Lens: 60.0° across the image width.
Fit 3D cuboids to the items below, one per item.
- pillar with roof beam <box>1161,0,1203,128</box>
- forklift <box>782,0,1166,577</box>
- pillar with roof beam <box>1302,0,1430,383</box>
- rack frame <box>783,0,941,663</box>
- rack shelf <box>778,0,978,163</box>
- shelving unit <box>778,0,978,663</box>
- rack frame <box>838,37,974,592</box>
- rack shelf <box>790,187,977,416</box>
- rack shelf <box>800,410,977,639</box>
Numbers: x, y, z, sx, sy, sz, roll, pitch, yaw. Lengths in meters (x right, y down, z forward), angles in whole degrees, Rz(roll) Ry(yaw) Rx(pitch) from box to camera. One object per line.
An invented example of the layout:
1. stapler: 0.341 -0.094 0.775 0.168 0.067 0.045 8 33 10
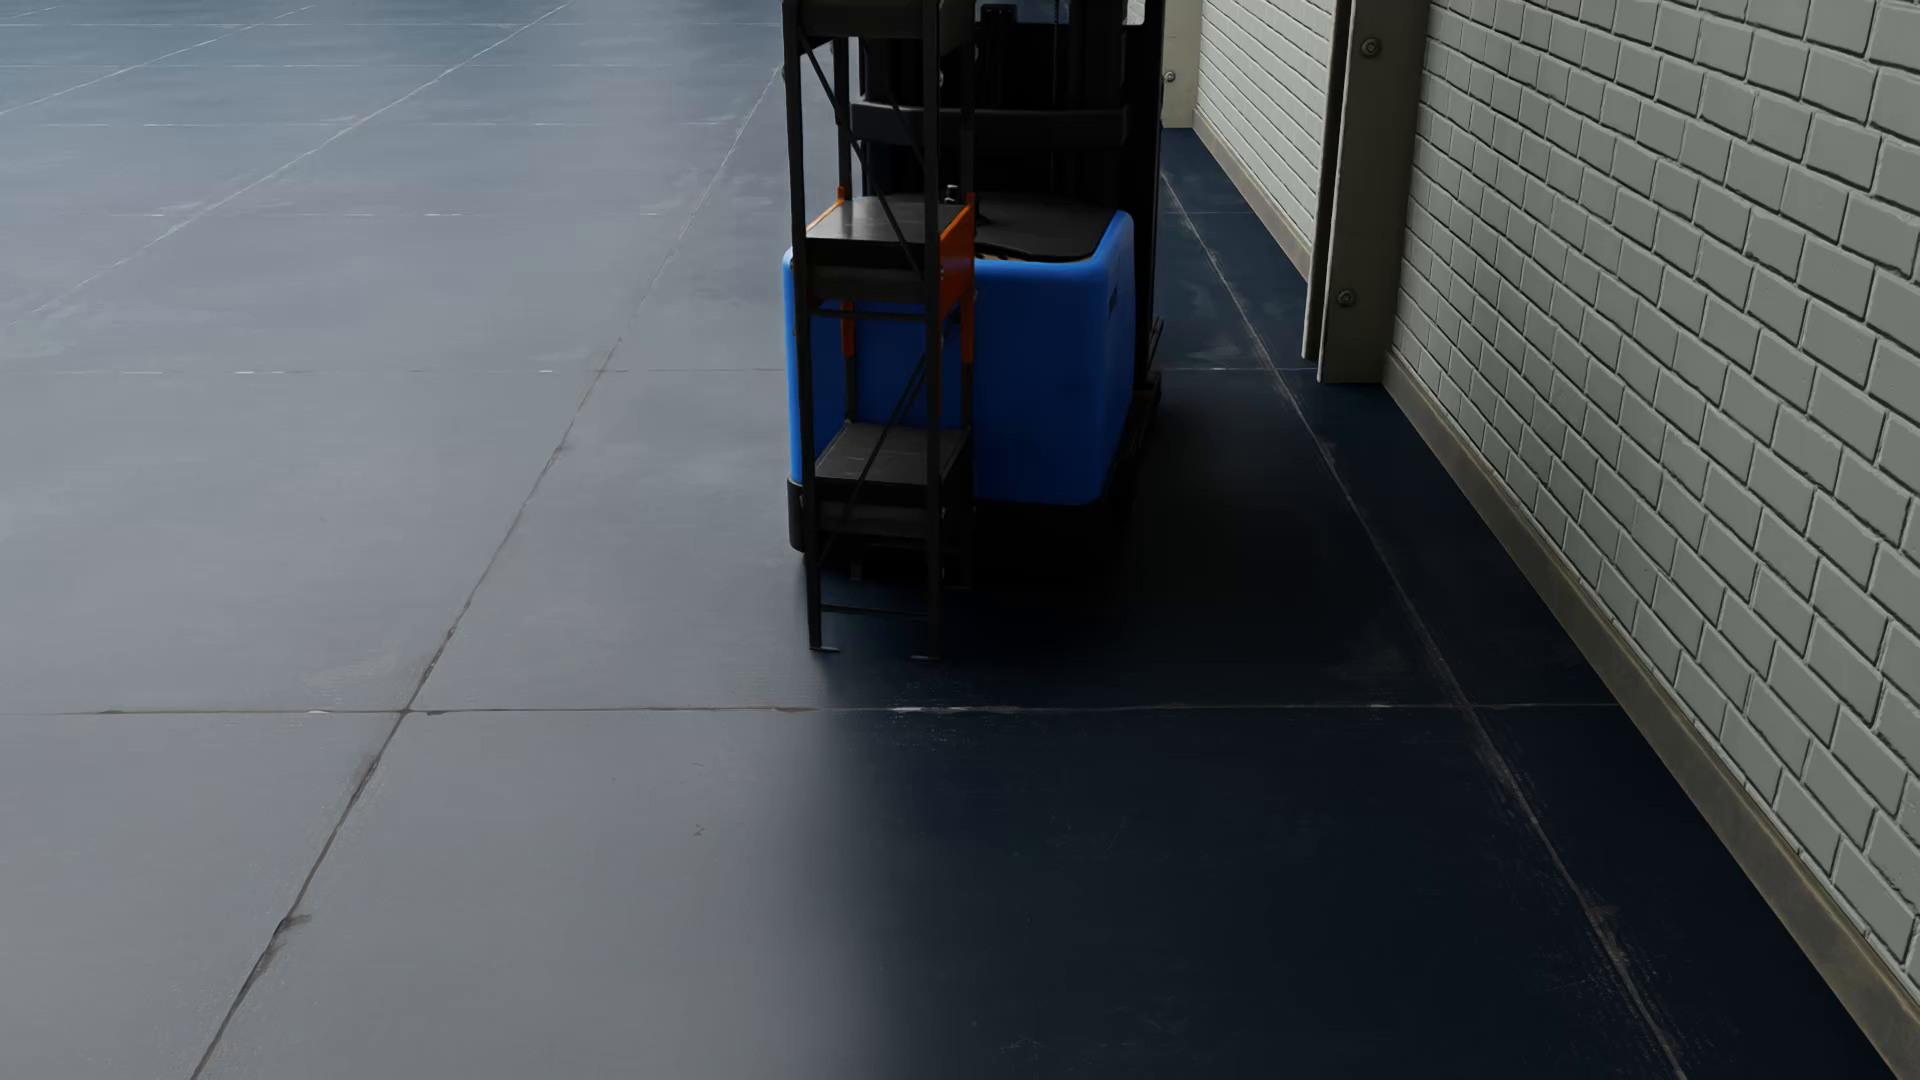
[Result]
1. pillar with roof beam: -2.648 -7.322 11.019 9.100 9.000 0.400 0 24 -1
2. forklift: 0.227 -1.799 6.171 1.130 2.935 3.031 5 25 10
3. pillar with roof beam: -2.582 -4.849 5.552 9.100 9.000 0.400 0 24 -1
4. rack frame: -0.255 -0.609 4.549 0.400 2.100 0.015 5 25 10
5. rack shelf: -0.207 -1.333 4.484 0.431 0.518 0.480 5 25 10
6. shelving unit: -0.207 -0.708 4.767 0.431 2.100 0.503 5 25 10
7. rack frame: -0.158 -0.806 4.985 0.400 2.100 0.015 5 25 10
8. rack shelf: -0.207 -0.695 4.773 0.431 0.518 0.480 5 25 10
9. rack shelf: -0.207 -0.058 5.061 0.431 0.518 0.480 5 25 10
